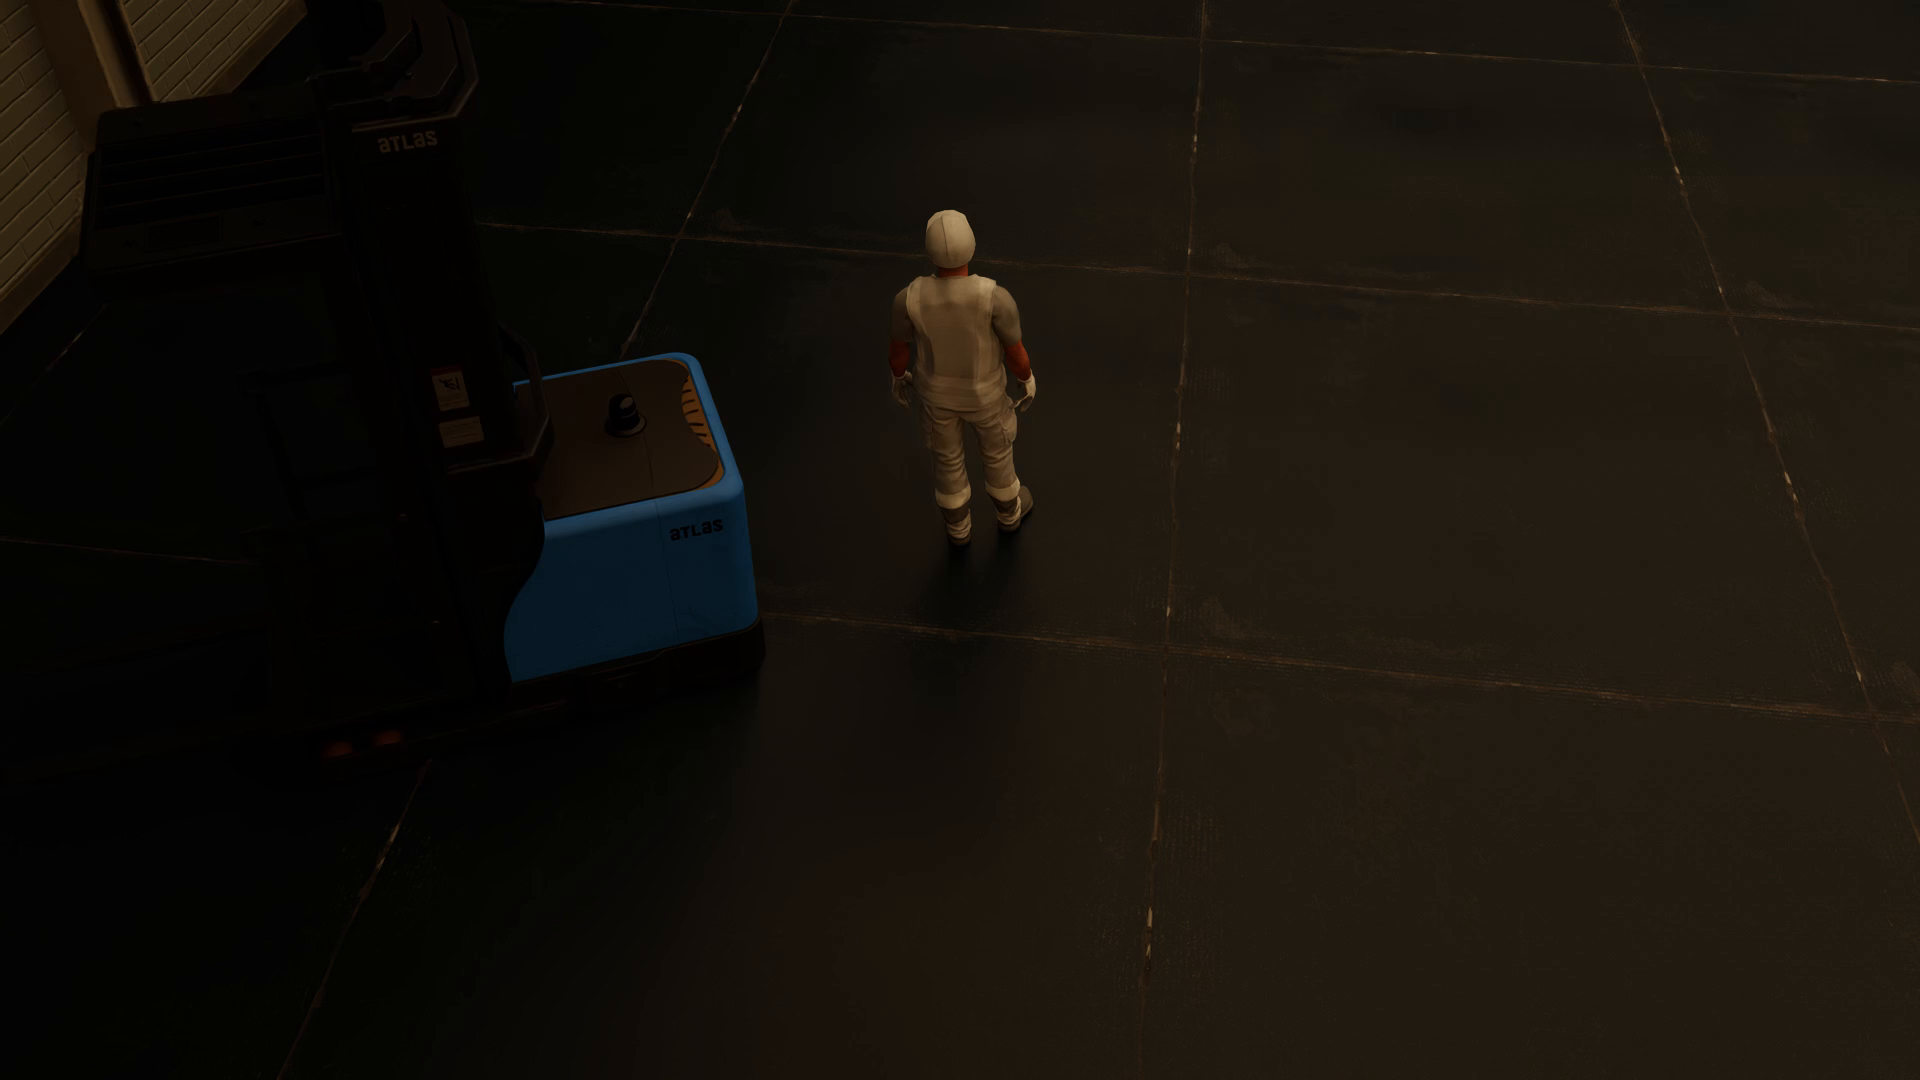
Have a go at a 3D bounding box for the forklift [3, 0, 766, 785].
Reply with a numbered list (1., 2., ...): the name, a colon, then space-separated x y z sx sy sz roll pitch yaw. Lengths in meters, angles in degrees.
1. forklift: -2.421 -0.497 6.266 3.031 2.935 1.130 -13 44 -13

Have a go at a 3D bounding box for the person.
1. person: 0.022 -0.718 7.339 0.638 1.790 0.561 5 43 6
